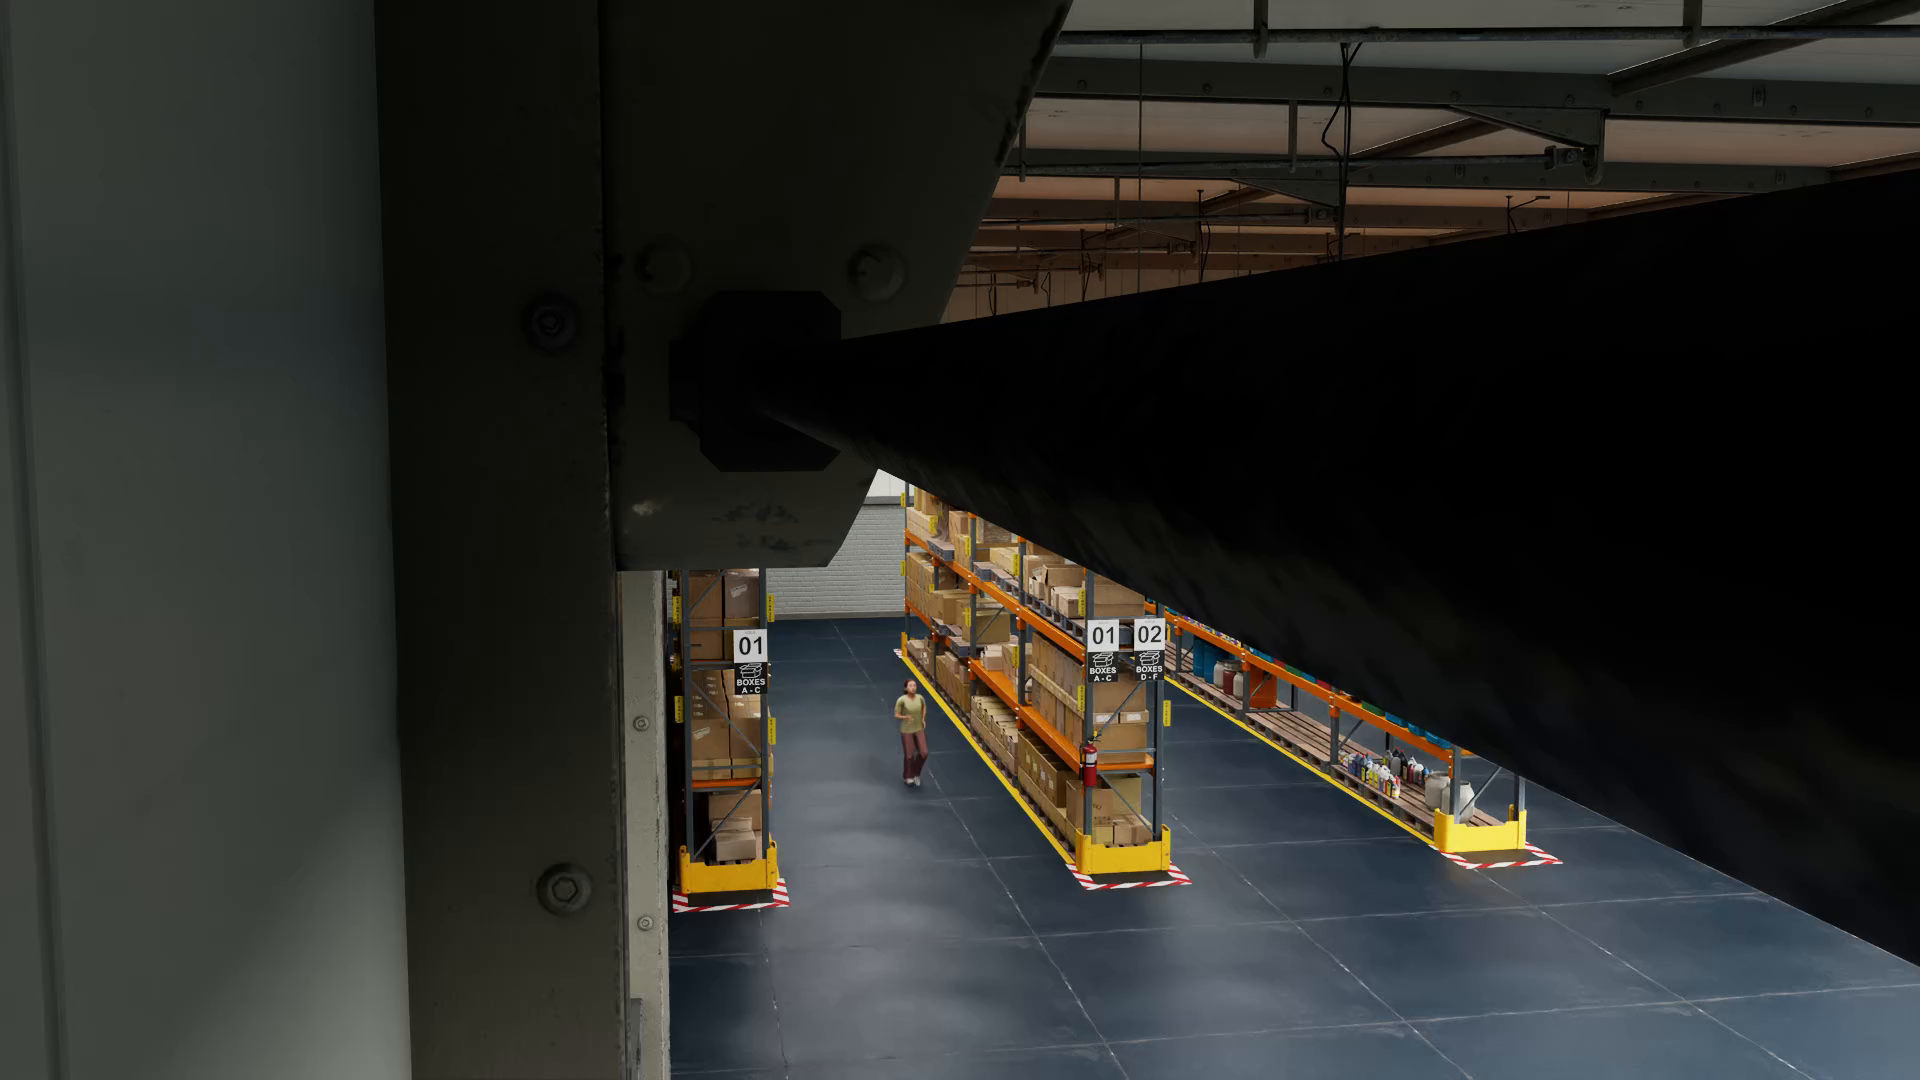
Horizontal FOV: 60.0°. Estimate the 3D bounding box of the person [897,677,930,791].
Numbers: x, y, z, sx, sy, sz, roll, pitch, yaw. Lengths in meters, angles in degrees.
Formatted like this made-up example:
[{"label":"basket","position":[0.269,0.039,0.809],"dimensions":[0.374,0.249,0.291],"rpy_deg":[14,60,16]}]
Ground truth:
[{"label":"person","position":[-0.692,2.912,25.018],"dimensions":[0.557,1.711,0.665],"rpy_deg":[-2,6,-20]}]
